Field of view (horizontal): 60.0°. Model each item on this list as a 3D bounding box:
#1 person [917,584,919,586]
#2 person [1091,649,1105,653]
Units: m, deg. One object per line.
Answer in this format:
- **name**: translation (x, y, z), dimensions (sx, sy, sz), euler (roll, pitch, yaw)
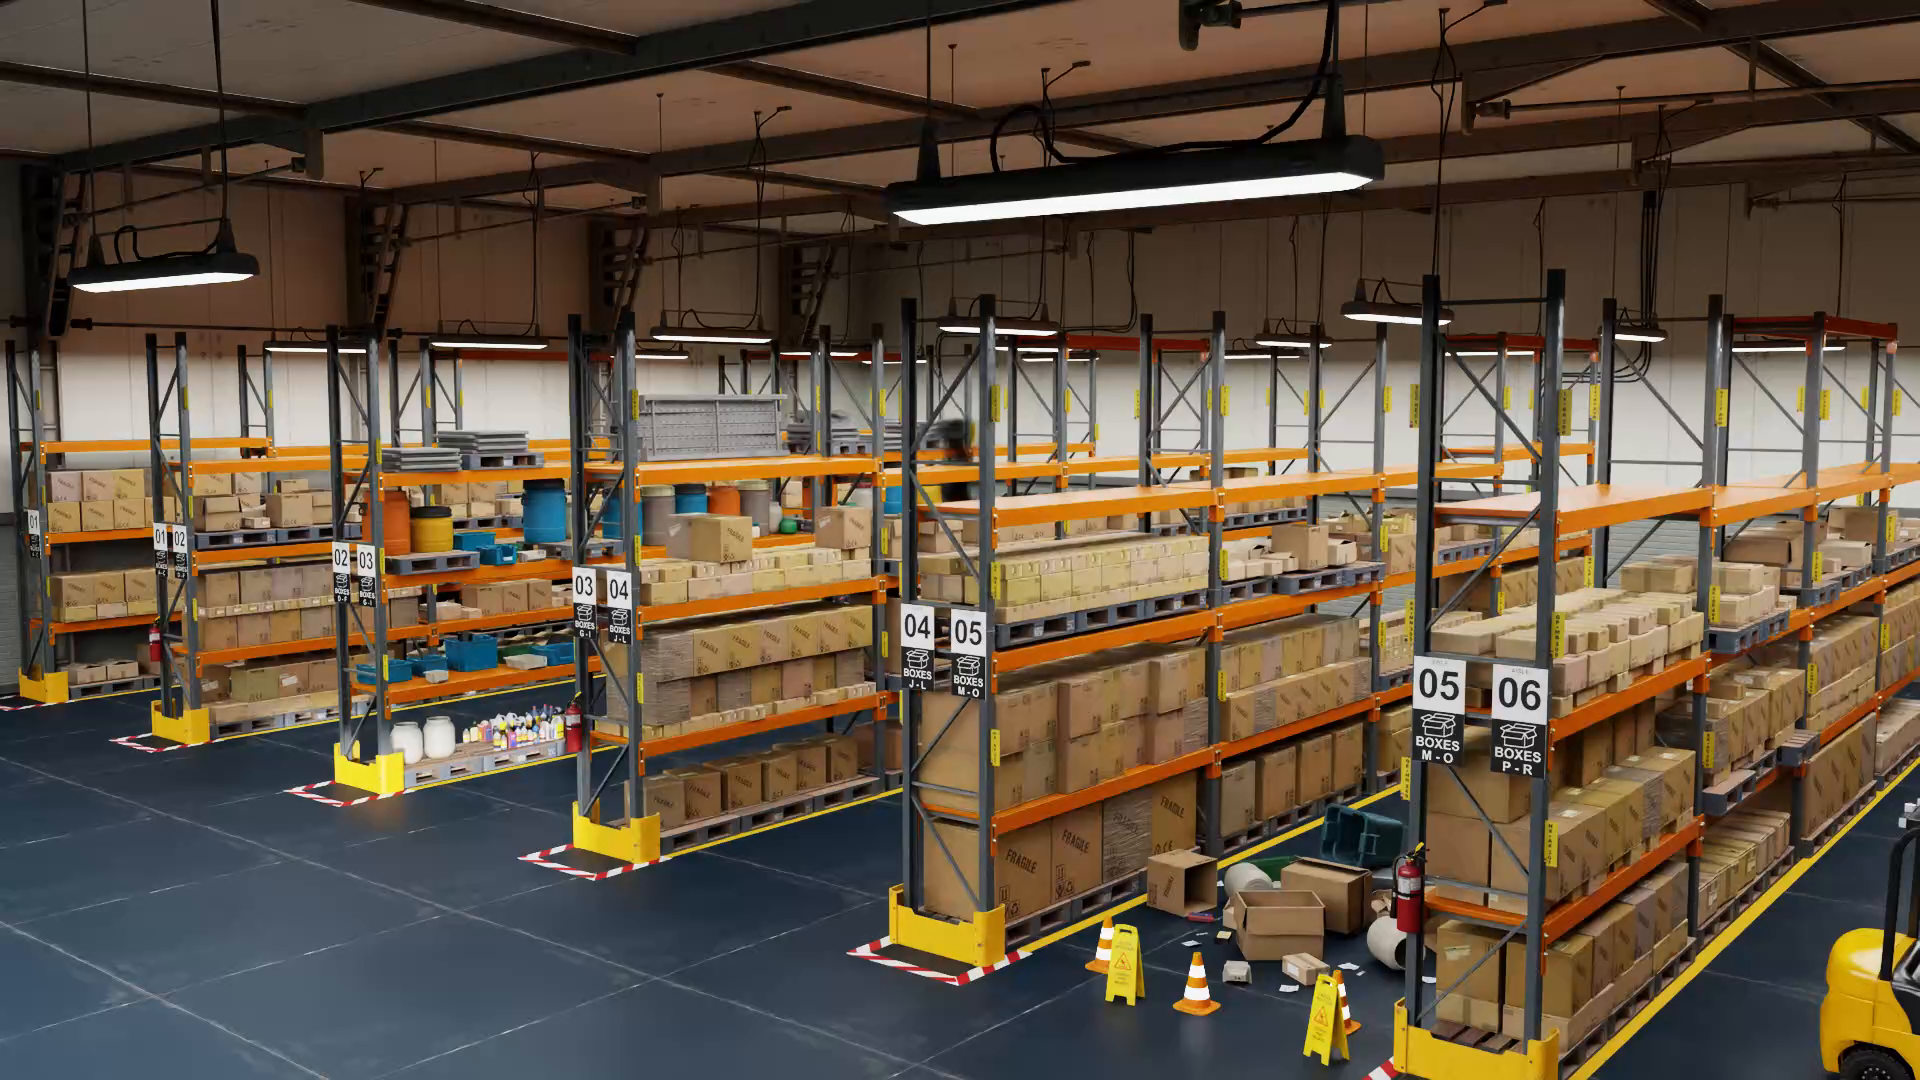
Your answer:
- **person**: translation (-0.811, 0.798, 35.053), dimensions (0.572, 0.514, 0.421), euler (2, 6, 25)
- **person**: translation (1.872, 2.222, 22.990), dimensions (0.450, 1.747, 0.767), euler (-5, 7, -41)
